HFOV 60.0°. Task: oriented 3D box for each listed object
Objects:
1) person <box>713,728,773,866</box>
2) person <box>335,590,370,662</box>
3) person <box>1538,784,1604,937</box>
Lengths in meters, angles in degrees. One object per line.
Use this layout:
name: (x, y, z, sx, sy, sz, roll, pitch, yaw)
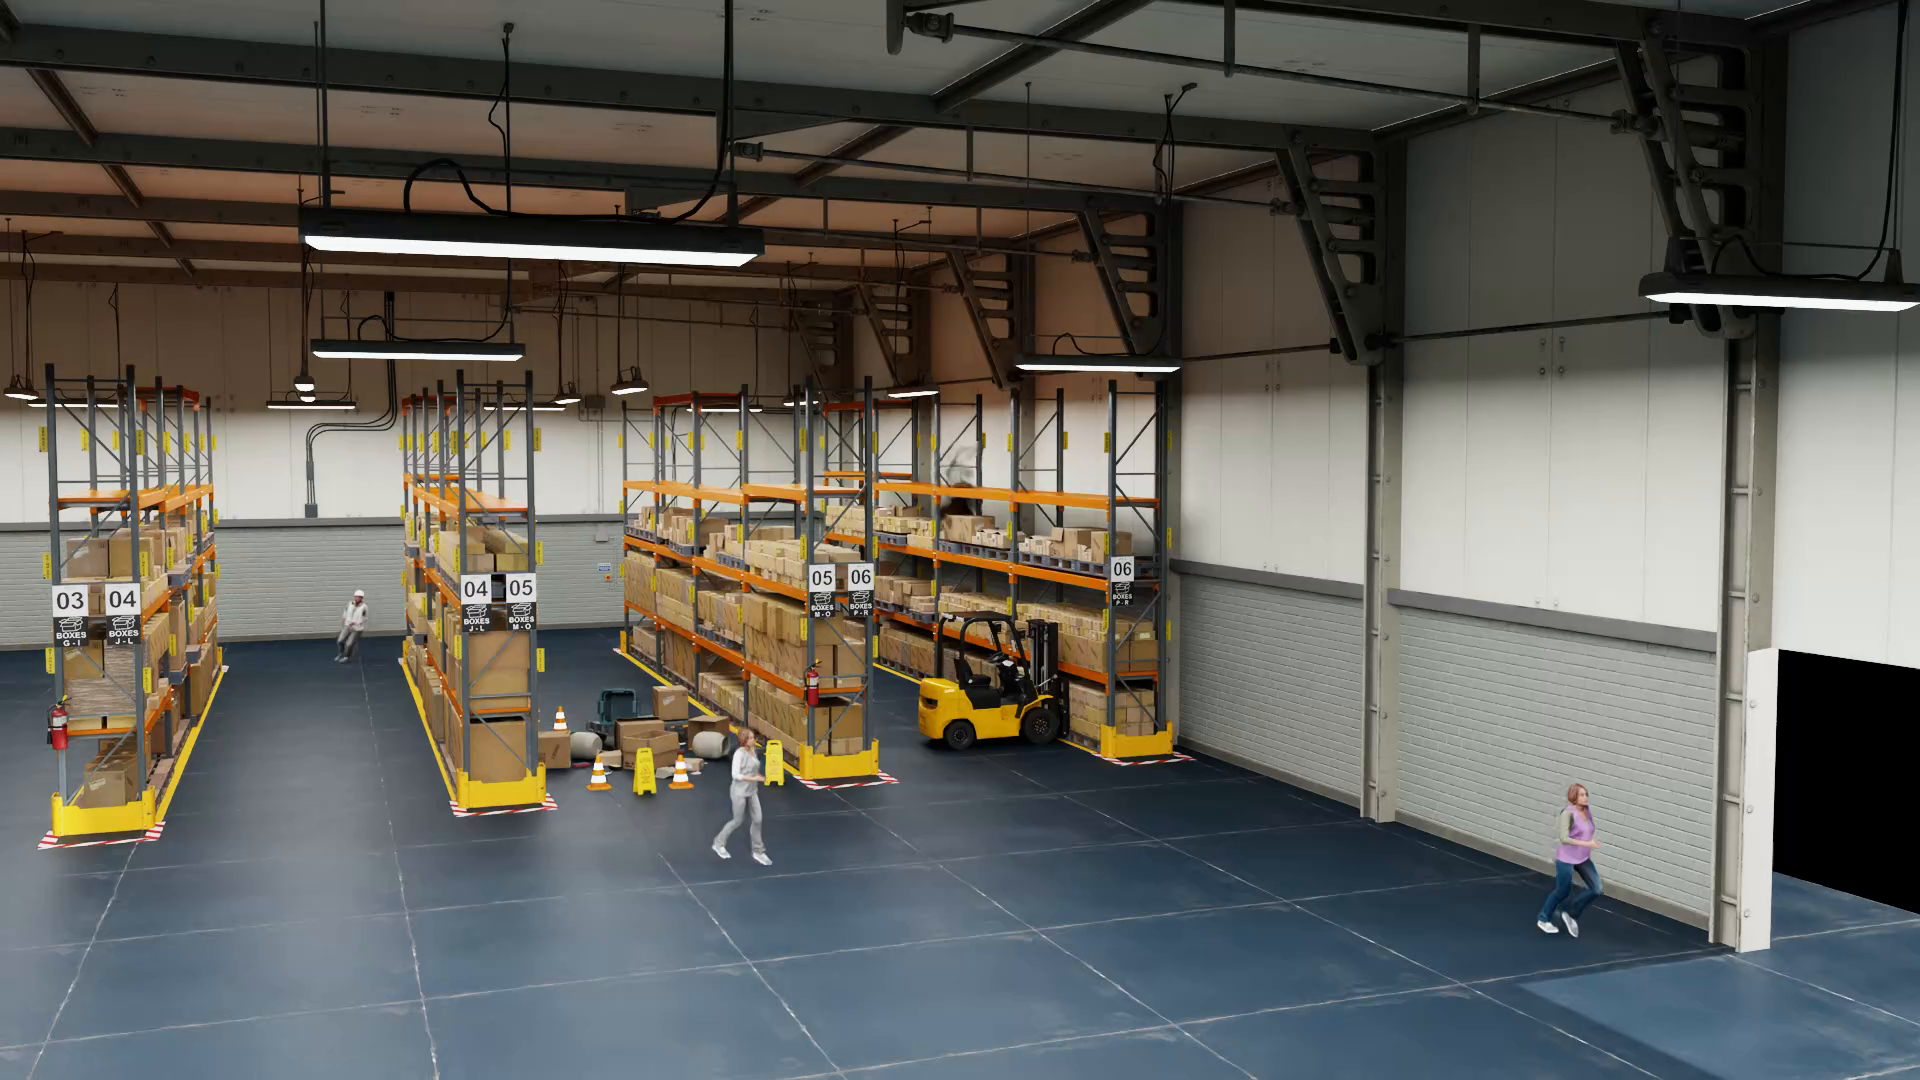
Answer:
person: (-2.589, 3.053, 19.772, 0.752, 1.623, 0.560, 1, 4, 24)
person: (-13.807, 1.954, 37.742, 0.825, 1.654, 0.608, 0, 3, 8)
person: (6.192, 3.217, 16.731, 0.528, 1.556, 0.717, -2, 4, -28)
